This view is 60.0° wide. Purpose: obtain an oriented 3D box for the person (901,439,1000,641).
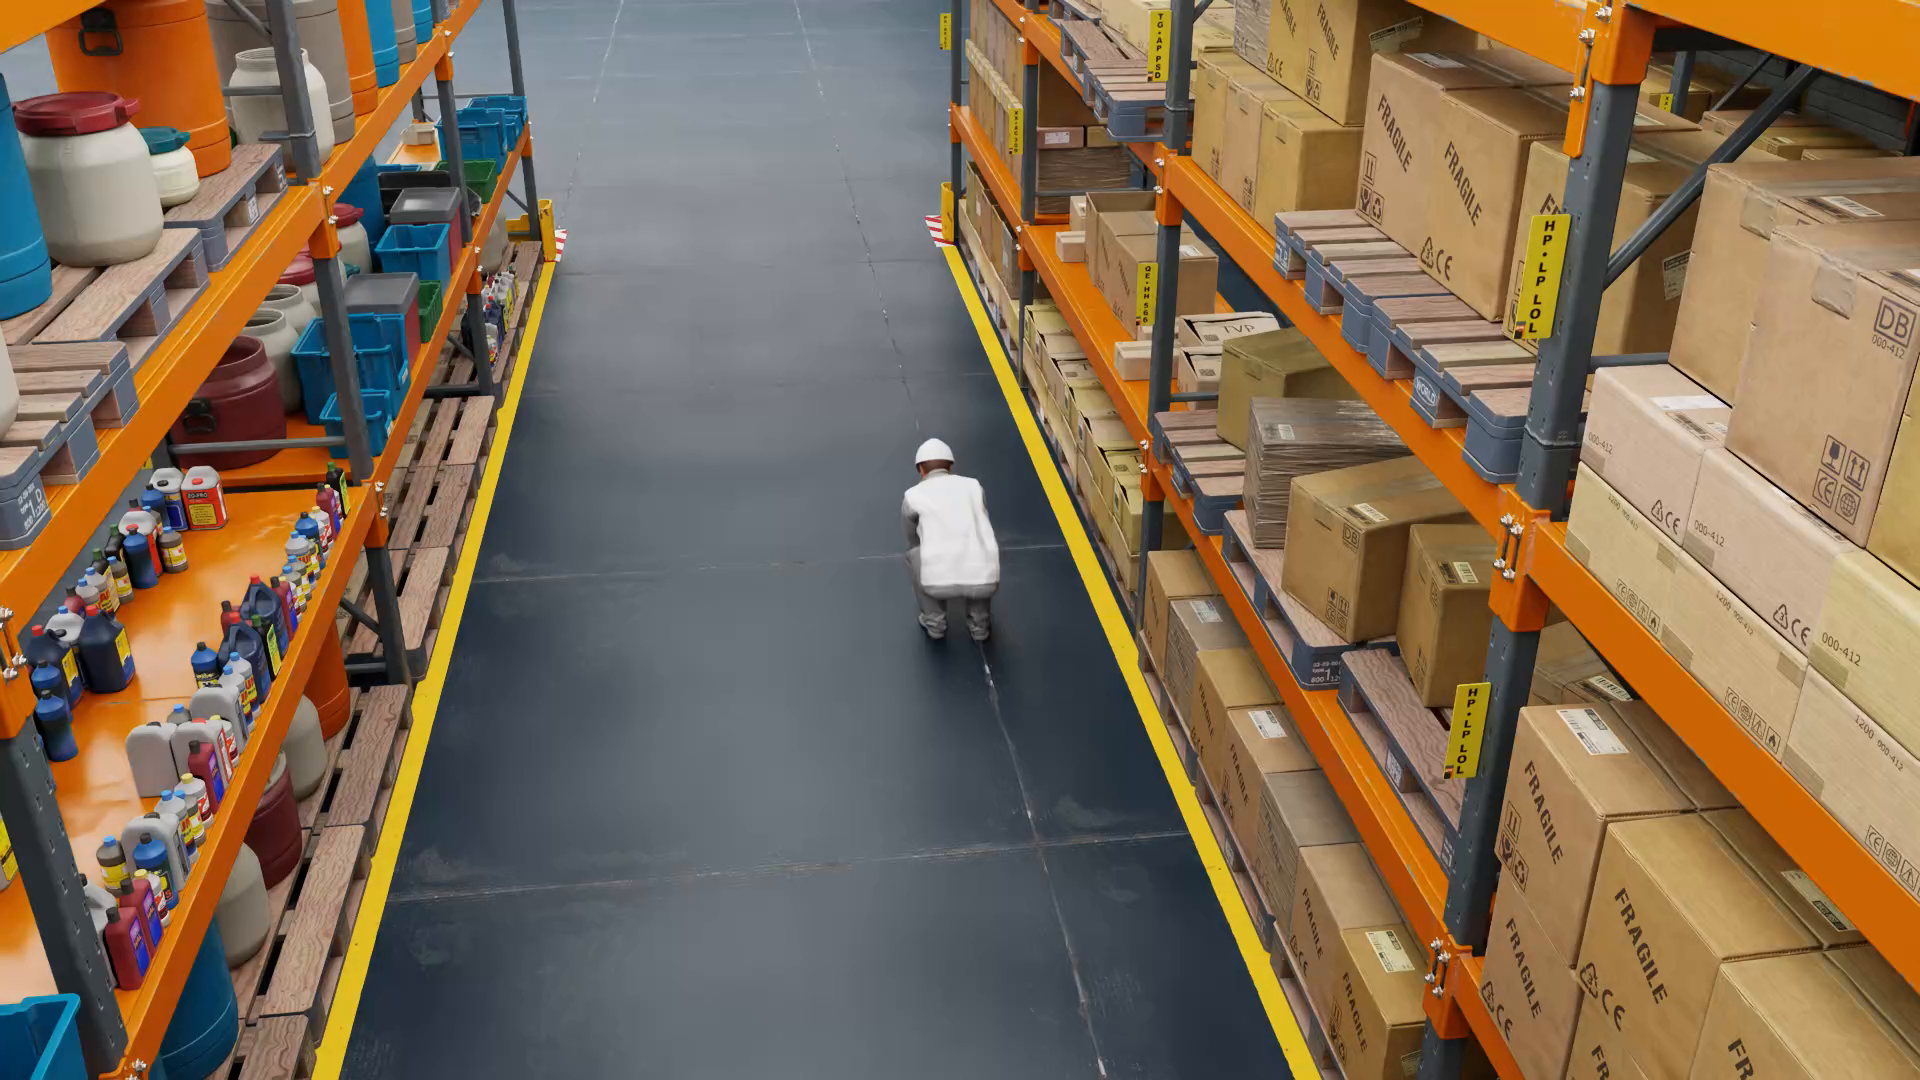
[{"bbox_3d":[-0.059,0.014,9.411,0.523,1.016,0.869,-4,27,-7],"label":"person"}]
